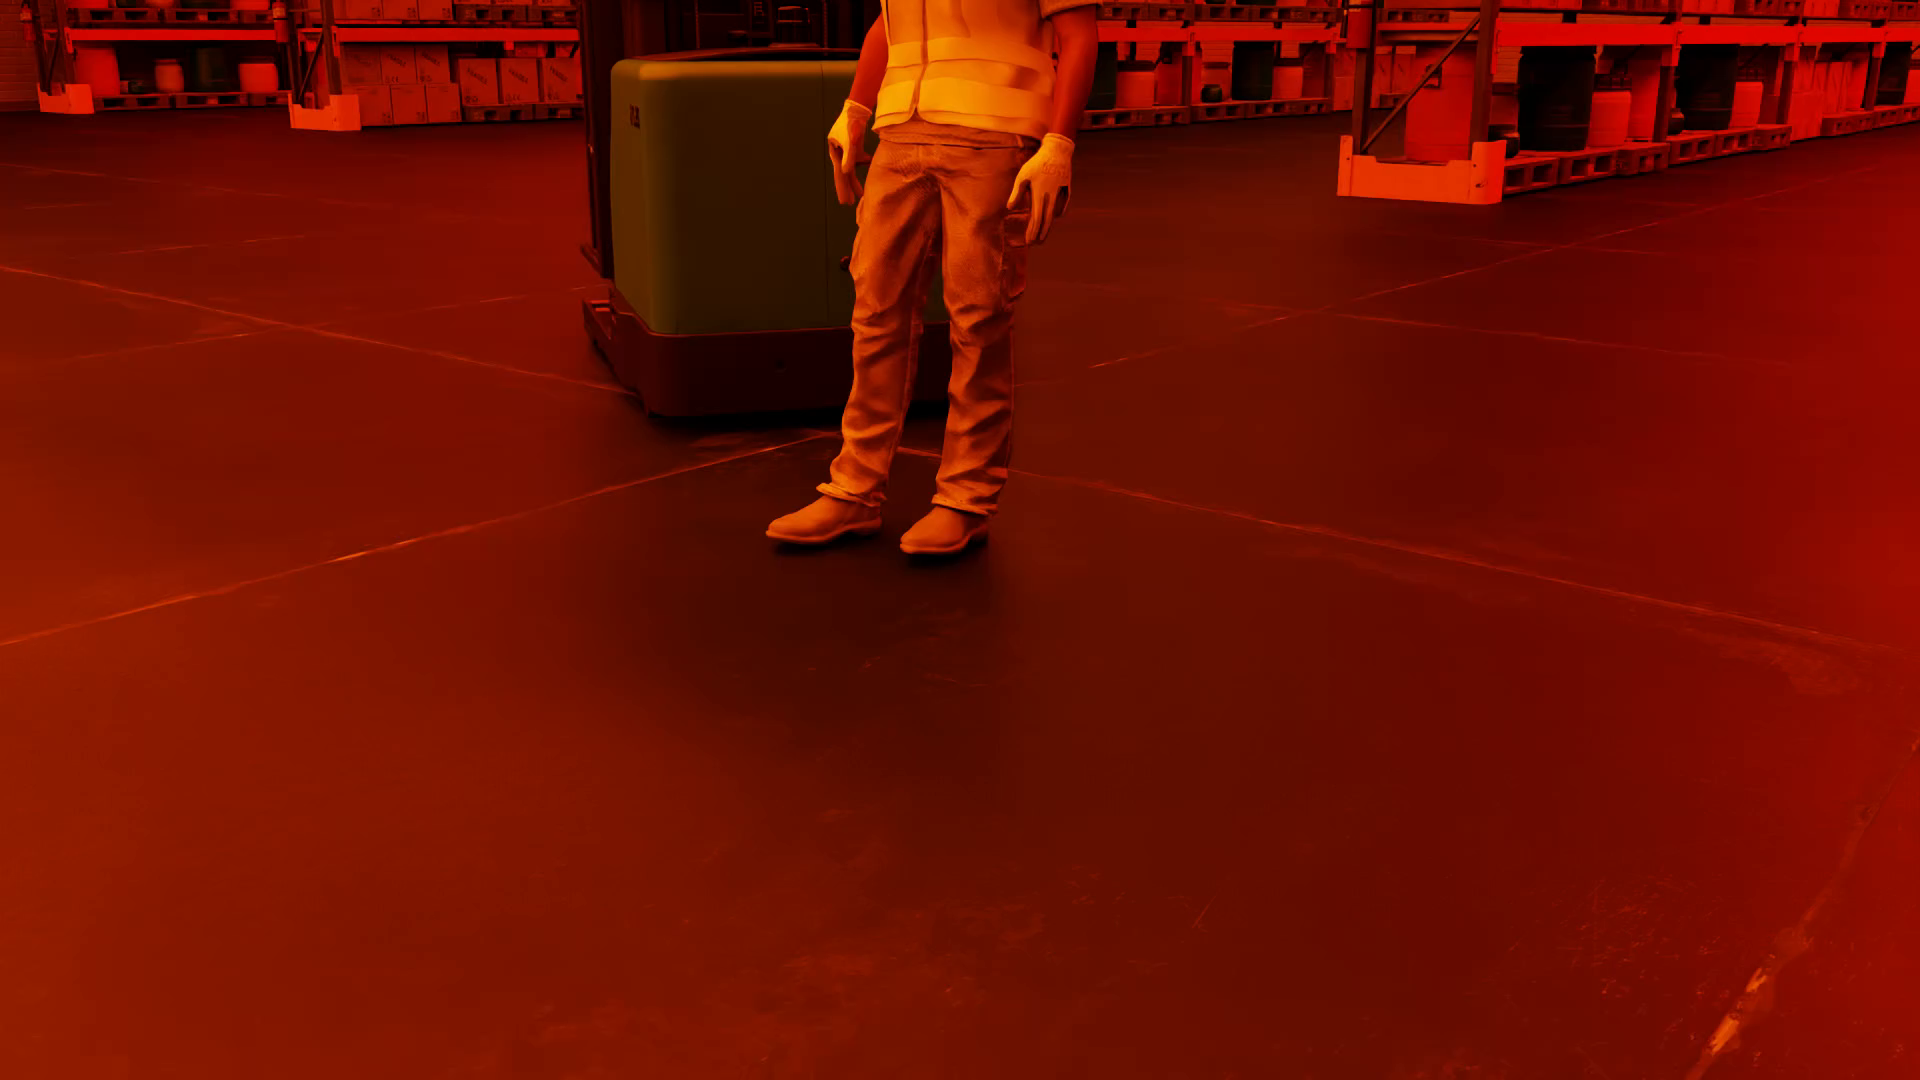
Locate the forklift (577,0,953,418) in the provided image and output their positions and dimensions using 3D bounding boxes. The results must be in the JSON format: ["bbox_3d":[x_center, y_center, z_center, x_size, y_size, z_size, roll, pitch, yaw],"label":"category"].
[{"bbox_3d":[-0.845,-2.153,5.989,1.130,2.935,3.031,-5,18,-17],"label":"forklift"}]

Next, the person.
[{"bbox_3d":[-0.052,-0.846,3.633,0.656,1.781,0.577,13,21,37],"label":"person"}]
